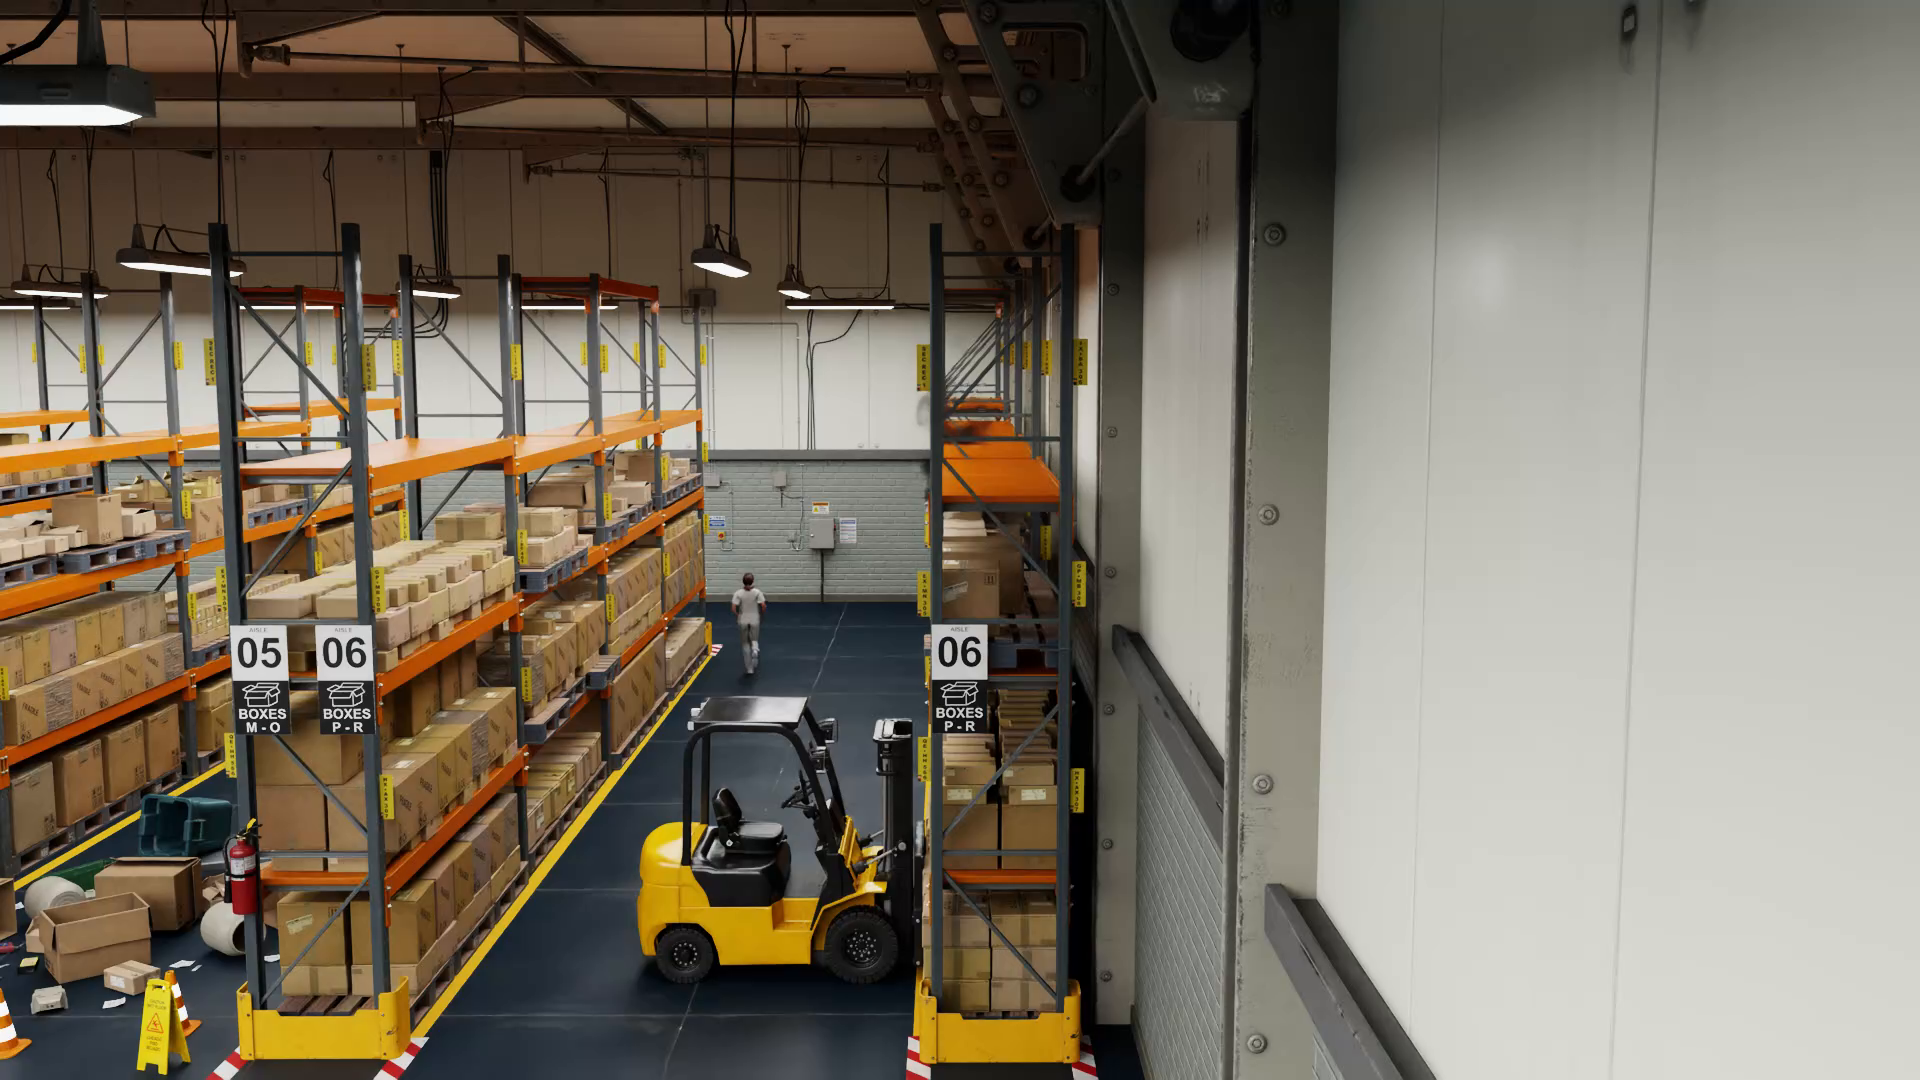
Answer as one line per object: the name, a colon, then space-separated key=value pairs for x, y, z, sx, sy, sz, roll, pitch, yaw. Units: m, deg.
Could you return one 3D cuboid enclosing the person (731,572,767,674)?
person: x=-3.321 y=1.317 z=26.163 sx=0.565 sy=1.626 sz=0.573 roll=-1 pitch=7 yaw=-10
